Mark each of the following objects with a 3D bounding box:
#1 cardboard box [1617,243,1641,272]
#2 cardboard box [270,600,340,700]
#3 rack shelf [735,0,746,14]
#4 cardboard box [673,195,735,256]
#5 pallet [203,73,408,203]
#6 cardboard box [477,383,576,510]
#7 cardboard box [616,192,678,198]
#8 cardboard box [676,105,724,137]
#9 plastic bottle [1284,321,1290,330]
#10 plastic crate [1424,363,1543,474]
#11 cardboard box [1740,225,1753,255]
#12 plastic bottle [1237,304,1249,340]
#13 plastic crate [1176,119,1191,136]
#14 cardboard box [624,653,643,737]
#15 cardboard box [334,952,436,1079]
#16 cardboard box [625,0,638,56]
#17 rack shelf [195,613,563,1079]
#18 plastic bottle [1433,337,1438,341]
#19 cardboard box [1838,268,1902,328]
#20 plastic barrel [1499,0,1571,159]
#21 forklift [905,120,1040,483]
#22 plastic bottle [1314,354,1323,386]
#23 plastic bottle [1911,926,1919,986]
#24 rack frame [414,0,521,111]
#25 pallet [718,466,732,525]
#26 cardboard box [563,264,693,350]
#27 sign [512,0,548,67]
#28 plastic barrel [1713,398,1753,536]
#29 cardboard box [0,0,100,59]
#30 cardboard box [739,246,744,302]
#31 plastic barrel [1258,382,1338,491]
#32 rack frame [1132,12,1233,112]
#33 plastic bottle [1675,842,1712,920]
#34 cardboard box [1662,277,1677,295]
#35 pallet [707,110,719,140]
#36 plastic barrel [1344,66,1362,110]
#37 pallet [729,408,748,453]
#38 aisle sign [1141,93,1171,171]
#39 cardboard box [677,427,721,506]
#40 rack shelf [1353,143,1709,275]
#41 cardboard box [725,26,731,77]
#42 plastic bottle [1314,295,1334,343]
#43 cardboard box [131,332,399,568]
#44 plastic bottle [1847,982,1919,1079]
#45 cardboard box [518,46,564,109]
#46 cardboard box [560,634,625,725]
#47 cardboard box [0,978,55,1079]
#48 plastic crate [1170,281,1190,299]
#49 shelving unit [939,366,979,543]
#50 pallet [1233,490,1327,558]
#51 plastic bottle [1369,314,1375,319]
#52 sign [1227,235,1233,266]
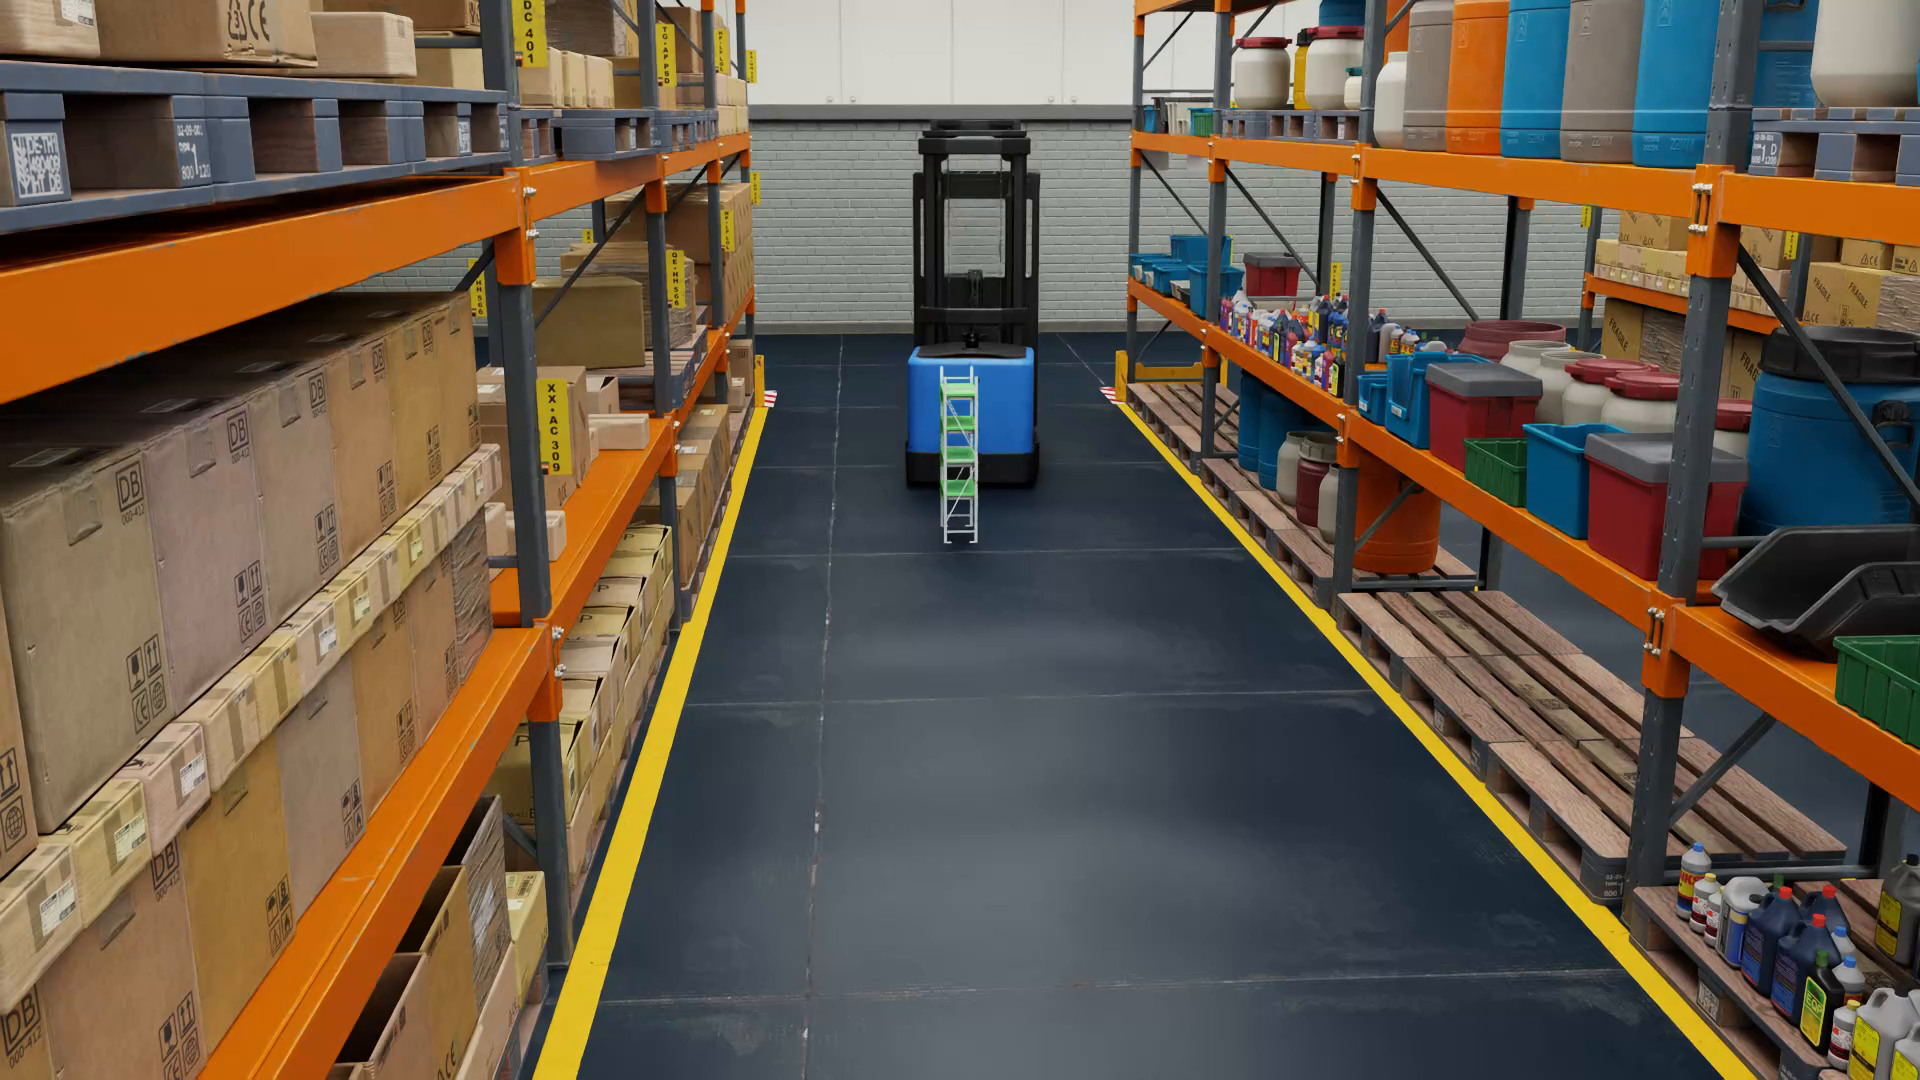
[{"bbox_3d":[7.027,-2.867,16.854,0.500,0.250,0.500,-1,14,-4],"label":"cardboard box"},{"bbox_3d":[-1.572,0.237,3.583,0.380,0.149,0.250,-1,14,-3],"label":"cardboard box"},{"bbox_3d":[-2.536,-4.954,14.673,1.077,0.370,4.000,-1,14,-3],"label":"rack shelf"},{"bbox_3d":[-2.193,-2.684,14.232,0.500,0.500,0.500,-1,14,-5],"label":"cardboard box"},{"bbox_3d":[-1.765,-0.808,3.303,1.003,0.211,1.213,-1,14,-3],"label":"pallet"},{"bbox_3d":[-2.012,-0.407,7.389,0.500,0.500,0.500,-1,14,-3],"label":"cardboard box"},{"bbox_3d":[-2.767,-2.809,14.716,0.500,0.500,0.500,-1,14,-3],"label":"cardboard box"},{"bbox_3d":[-2.195,-3.407,13.528,0.500,0.250,0.500,-1,14,-3],"label":"cardboard box"},{"bbox_3d":[2.299,-1.384,11.621,0.061,0.283,0.133,-1,14,-3],"label":"plastic bottle"},{"bbox_3d":[2.574,-0.607,8.237,0.402,0.464,0.583,-1,14,-3],"label":"plastic crate"},{"bbox_3d":[7.153,-2.723,14.790,0.500,0.500,0.500,-1,14,-3],"label":"cardboard box"},{"bbox_3d":[2.183,-1.674,12.770,0.097,0.271,0.097,0,14,0],"label":"plastic bottle"},{"bbox_3d":[2.073,-3.613,14.557,0.293,0.136,0.466,-1,14,-3],"label":"plastic crate"},{"bbox_3d":[-1.790,0.730,7.846,0.500,0.250,0.500,-1,14,-2],"label":"cardboard box"},{"bbox_3d":[-1.570,1.338,3.977,0.500,0.500,0.500,-1,14,-3],"label":"cardboard box"},{"bbox_3d":[-2.217,-3.128,9.936,0.500,0.500,0.500,-1,14,-3],"label":"cardboard box"},{"bbox_3d":[-1.793,0.934,3.821,1.077,0.370,4.000,-1,14,-3],"label":"rack shelf"},{"bbox_3d":[3.084,-1.188,10.857,0.061,0.283,0.133,-1,14,-3],"label":"plastic bottle"},{"bbox_3d":[7.286,-1.859,13.031,0.500,0.500,0.500,-1,14,-3],"label":"cardboard box"},{"bbox_3d":[2.698,-2.132,7.265,0.600,0.901,0.708,-1,14,-3],"label":"plastic barrel"},{"bbox_3d":[0.152,-2.198,14.686,1.130,2.935,3.031,1,14,3],"label":"forklift"},{"bbox_3d":[2.320,-1.091,10.645,0.097,0.201,0.097,0,14,0],"label":"plastic bottle"},{"bbox_3d":[3.221,1.330,5.419,0.152,0.276,0.135,-1,14,-3],"label":"plastic bottle"},{"bbox_3d":[-1.917,-2.817,4.917,1.000,3.000,0.127,-1,14,-3],"label":"rack frame"},{"bbox_3d":[-2.324,-0.349,12.961,1.003,0.211,1.213,-1,14,-3],"label":"pallet"},{"bbox_3d":[-2.182,-1.544,10.964,0.700,0.500,0.500,2,15,7],"label":"cardboard box"},{"bbox_3d":[-1.363,-1.662,5.252,0.100,0.325,0.005,-1,14,-3],"label":"sign"},{"bbox_3d":[3.187,-0.295,6.880,0.433,0.535,0.433,0,14,0],"label":"plastic barrel"},{"bbox_3d":[-1.566,-0.815,2.534,0.380,0.149,0.250,-1,14,-3],"label":"cardboard box"},{"bbox_3d":[-2.268,-2.459,15.364,0.500,0.500,0.500,-1,14,-4],"label":"cardboard box"},{"bbox_3d":[2.592,-0.853,12.689,0.600,0.901,0.708,-1,14,-3],"label":"plastic barrel"},{"bbox_3d":[2.284,-5.877,16.810,1.000,3.000,0.127,-1,14,-3],"label":"rack frame"},{"bbox_3d":[2.610,1.207,5.909,0.097,0.271,0.097,0,14,0],"label":"plastic bottle"},{"bbox_3d":[7.017,-2.451,16.037,0.380,0.149,0.250,-1,14,-5],"label":"cardboard box"},{"bbox_3d":[-2.442,-3.100,12.413,1.213,0.211,1.003,-1,14,-3],"label":"pallet"},{"bbox_3d":[2.567,-2.836,10.444,0.301,0.262,0.301,0,14,0],"label":"plastic barrel"},{"bbox_3d":[-2.532,-1.026,15.591,1.003,0.211,1.213,-1,14,-3],"label":"pallet"},{"bbox_3d":[1.983,-4.244,17.286,0.394,0.787,0.004,-1,14,-3],"label":"aisle sign"},{"bbox_3d":[-2.043,-0.538,12.232,0.500,0.500,0.500,-1,14,-3],"label":"cardboard box"},{"bbox_3d":[2.904,-1.589,7.608,1.077,0.370,4.000,-1,14,-3],"label":"rack shelf"},{"bbox_3d":[-2.612,-4.754,16.258,0.700,0.500,0.500,-1,14,-3],"label":"cardboard box"},{"bbox_3d":[2.783,-1.682,12.641,0.144,0.351,0.185,-1,14,-3],"label":"plastic bottle"},{"bbox_3d":[-1.820,-0.228,4.090,0.700,0.500,0.500,-1,14,-3],"label":"cardboard box"},{"bbox_3d":[2.701,1.442,4.835,0.144,0.351,0.185,-1,14,-4],"label":"plastic bottle"},{"bbox_3d":[-1.974,-1.972,7.109,0.500,0.250,0.500,-2,15,-8],"label":"cardboard box"},{"bbox_3d":[-1.753,0.585,7.284,0.500,0.311,0.500,-1,14,-5],"label":"cardboard box"},{"bbox_3d":[-1.685,0.918,2.238,0.700,0.500,0.500,-1,14,-3],"label":"cardboard box"},{"bbox_3d":[2.124,-2.307,15.382,0.293,0.136,0.466,-1,14,-3],"label":"plastic crate"},{"bbox_3d":[-0.010,-0.622,12.037,0.258,1.200,0.503,-1,14,-3],"label":"shelving unit"},{"bbox_3d":[2.617,-0.130,12.108,1.003,0.211,1.213,-1,14,-3],"label":"pallet"},{"bbox_3d":[2.956,-1.517,12.150,0.152,0.276,0.135,-1,14,-3],"label":"plastic bottle"},{"bbox_3d":[2.832,-3.064,17.586,0.100,0.325,0.005,-1,14,-3],"label":"sign"}]
